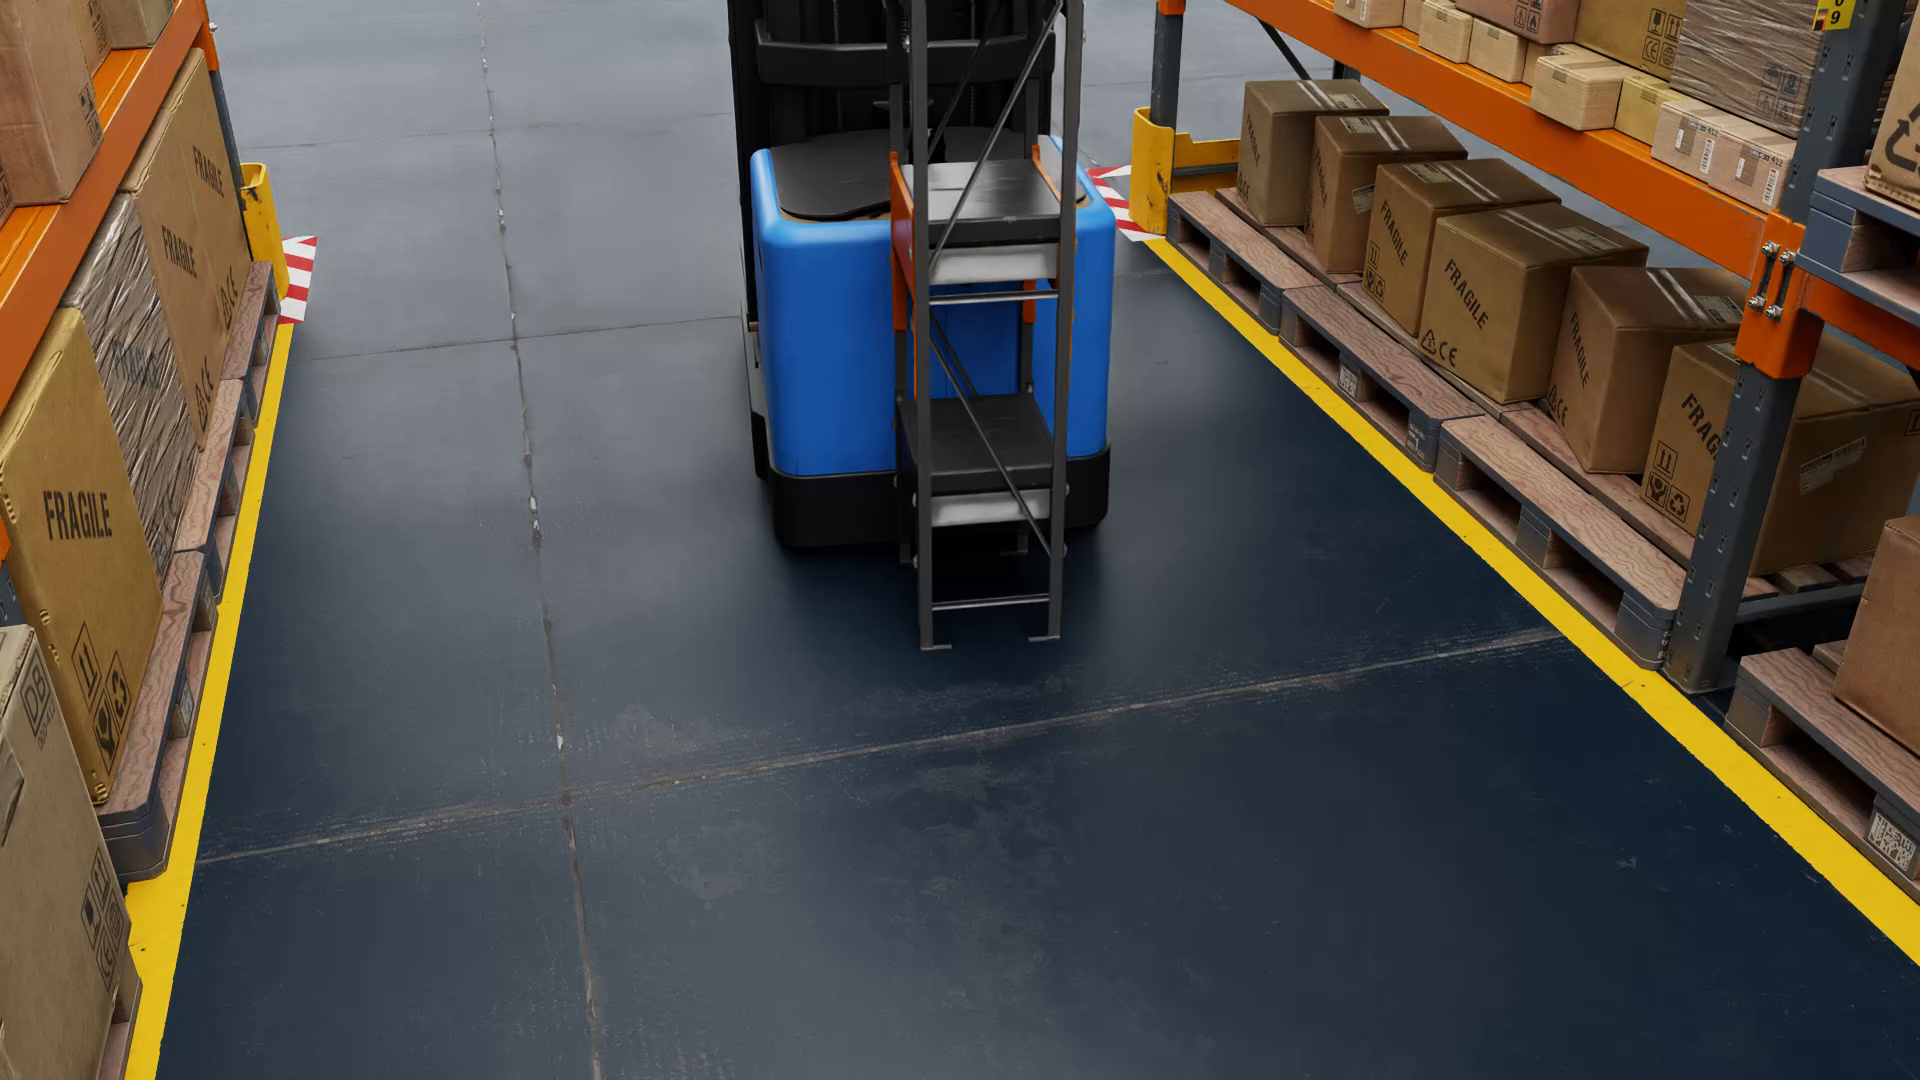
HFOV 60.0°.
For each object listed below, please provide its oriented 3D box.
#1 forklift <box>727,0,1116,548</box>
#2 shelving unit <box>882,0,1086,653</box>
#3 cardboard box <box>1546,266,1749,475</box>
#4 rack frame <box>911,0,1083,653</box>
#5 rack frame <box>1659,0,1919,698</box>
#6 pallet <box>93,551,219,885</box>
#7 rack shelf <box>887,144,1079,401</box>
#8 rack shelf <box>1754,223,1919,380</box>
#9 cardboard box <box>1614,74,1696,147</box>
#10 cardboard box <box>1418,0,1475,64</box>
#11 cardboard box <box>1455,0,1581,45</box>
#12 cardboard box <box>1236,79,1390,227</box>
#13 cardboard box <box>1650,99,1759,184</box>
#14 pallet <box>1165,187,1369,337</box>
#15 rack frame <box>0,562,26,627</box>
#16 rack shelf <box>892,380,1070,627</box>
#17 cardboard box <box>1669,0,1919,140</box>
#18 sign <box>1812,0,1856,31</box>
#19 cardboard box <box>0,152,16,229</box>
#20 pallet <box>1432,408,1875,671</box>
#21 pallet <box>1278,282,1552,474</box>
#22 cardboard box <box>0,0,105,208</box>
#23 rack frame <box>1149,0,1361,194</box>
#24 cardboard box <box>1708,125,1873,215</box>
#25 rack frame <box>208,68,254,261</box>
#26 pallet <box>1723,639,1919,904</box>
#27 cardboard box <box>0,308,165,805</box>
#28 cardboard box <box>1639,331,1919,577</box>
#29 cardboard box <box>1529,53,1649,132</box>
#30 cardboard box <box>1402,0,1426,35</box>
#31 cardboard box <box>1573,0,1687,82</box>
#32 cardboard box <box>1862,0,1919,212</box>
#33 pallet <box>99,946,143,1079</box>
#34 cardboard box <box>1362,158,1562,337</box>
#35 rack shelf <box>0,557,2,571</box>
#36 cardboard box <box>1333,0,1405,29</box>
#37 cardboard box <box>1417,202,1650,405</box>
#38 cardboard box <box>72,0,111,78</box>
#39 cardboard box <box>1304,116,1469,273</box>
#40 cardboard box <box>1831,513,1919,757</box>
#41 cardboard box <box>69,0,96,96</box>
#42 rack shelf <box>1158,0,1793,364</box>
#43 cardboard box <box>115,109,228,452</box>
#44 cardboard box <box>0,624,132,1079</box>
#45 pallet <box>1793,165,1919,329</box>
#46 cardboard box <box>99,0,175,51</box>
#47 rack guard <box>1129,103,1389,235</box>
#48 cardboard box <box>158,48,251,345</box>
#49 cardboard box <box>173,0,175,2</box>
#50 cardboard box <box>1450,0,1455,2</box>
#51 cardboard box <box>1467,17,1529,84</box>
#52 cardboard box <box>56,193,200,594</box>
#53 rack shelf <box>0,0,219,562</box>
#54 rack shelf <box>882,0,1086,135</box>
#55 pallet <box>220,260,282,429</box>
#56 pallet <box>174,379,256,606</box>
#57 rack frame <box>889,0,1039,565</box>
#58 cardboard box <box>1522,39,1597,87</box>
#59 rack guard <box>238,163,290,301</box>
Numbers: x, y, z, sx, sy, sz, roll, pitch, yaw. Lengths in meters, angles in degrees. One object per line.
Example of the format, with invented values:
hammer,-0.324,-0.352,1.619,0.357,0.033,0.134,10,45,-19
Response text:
forklift,-0.267,-1.964,5.718,1.130,2.935,3.031,-4,30,-8
shelving unit,0.049,-0.730,4.415,0.431,2.100,0.503,-4,30,-8
cardboard box,2.211,-0.540,5.264,0.500,0.500,0.500,2,30,3
rack frame,0.086,-0.609,4.206,0.400,2.100,0.015,-4,30,-8
rack frame,2.438,-0.966,3.924,1.000,3.000,0.127,-8,31,-13
pallet,-2.497,0.474,4.220,1.003,0.211,1.213,-8,31,-13
rack shelf,0.049,-0.718,4.422,0.431,0.518,0.480,-4,30,-8
rack shelf,2.969,0.312,2.435,1.077,0.370,4.000,-8,31,-13
cardboard box,2.032,-1.172,4.532,0.380,0.149,0.250,-8,31,-13
cardboard box,1.714,-1.648,5.354,0.380,0.149,0.250,-8,31,-13
cardboard box,2.050,-1.837,5.033,0.875,0.500,0.500,-8,31,-13
cardboard box,1.526,-1.694,7.258,0.500,0.500,0.500,-2,30,-4
cardboard box,2.041,-1.044,4.309,0.380,0.149,0.250,-8,31,-13
pallet,1.578,-1.257,7.211,1.003,0.211,1.213,-8,31,-13
rack frame,-2.371,-0.355,2.869,1.000,3.000,0.127,-8,31,-13
rack shelf,0.049,-0.112,4.772,0.431,0.518,0.480,-4,30,-8
cardboard box,2.379,-1.363,4.214,0.875,0.500,0.500,-8,31,-13
sign,1.917,-1.264,3.576,0.100,0.325,0.005,-8,31,-13
cardboard box,-2.648,-0.859,3.590,0.875,0.550,0.550,-8,31,-13
pallet,2.226,-0.078,5.175,1.003,0.211,1.213,-8,31,-13
pallet,1.899,-0.669,6.195,1.003,0.211,1.213,-8,31,-13
cardboard box,-2.678,-1.135,4.068,0.875,0.550,0.550,-8,31,-13
rack frame,1.377,-2.897,7.262,1.000,3.000,0.127,-8,31,-13
cardboard box,2.098,-0.922,4.099,0.380,0.149,0.250,-8,31,-13
rack frame,-3.432,-2.287,6.207,1.000,3.000,0.127,-8,31,-13
pallet,2.646,0.617,3.973,1.003,0.211,1.213,-8,31,-13
cardboard box,-2.470,0.070,3.837,0.875,0.875,0.875,-7,31,-13
cardboard box,2.371,-0.264,4.788,0.500,0.500,0.500,-9,31,-15
cardboard box,1.858,-1.278,4.715,0.380,0.149,0.250,-8,31,-13
cardboard box,1.721,-1.779,5.580,0.380,0.149,0.250,-8,31,-13
cardboard box,2.280,-1.609,4.639,0.875,0.500,0.500,-8,31,-13
cardboard box,2.514,-1.005,2.973,1.000,1.000,1.000,-8,31,-13
pallet,-2.093,1.215,2.941,1.003,0.211,1.213,-8,31,-13
cardboard box,1.866,-1.105,6.240,0.500,0.500,0.500,-5,30,-9
rack shelf,-1.840,0.922,1.380,1.077,0.370,4.000,-8,31,-13
cardboard box,1.527,-1.882,5.758,0.380,0.149,0.250,-8,31,-13
cardboard box,1.971,-0.829,5.764,0.500,0.500,0.500,-11,32,-18
cardboard box,-3.095,-1.629,4.920,0.875,0.550,0.550,-8,31,-13
cardboard box,1.718,-1.409,6.767,0.500,0.500,0.500,0,30,0
cardboard box,2.581,0.225,3.923,0.700,0.500,0.500,-10,32,-17
cardboard box,-2.915,-1.378,4.487,0.875,0.550,0.500,-8,31,-13
rack shelf,1.908,-1.620,5.773,1.077,0.370,4.000,-8,31,-13
cardboard box,-2.953,-0.806,5.349,0.875,0.875,0.875,-8,31,-14
cardboard box,-2.119,0.725,2.830,1.050,0.750,0.750,-8,31,-14
pallet,2.501,-0.494,3.301,1.003,0.211,1.213,-8,31,-13
cardboard box,-3.123,-1.916,5.416,0.875,0.550,0.550,-8,31,-13
rack guard,1.397,-1.779,7.824,1.175,0.500,0.348,-8,31,-13
cardboard box,-3.189,-1.230,6.083,0.875,0.875,0.875,-8,31,-13
cardboard box,-3.290,-2.179,5.870,0.875,0.550,0.550,-8,31,-13
cardboard box,1.957,-2.084,5.460,0.875,0.500,0.500,-8,31,-13
cardboard box,1.814,-1.532,5.153,0.380,0.149,0.250,-8,31,-13
cardboard box,-2.713,-0.365,4.588,0.875,0.875,0.875,-8,31,-13
rack shelf,-2.901,-1.009,4.718,1.077,0.370,4.000,-8,31,-13
rack shelf,0.049,-1.324,4.071,0.431,0.518,0.480,-4,30,-8
pallet,-3.145,-0.704,6.256,1.003,0.211,1.213,-8,31,-13
pallet,-2.824,-0.116,5.240,1.003,0.211,1.213,-8,31,-13
rack frame,0.012,-0.851,4.624,0.400,2.100,0.015,-4,30,-8
cardboard box,1.919,-1.417,4.954,0.380,0.149,0.250,-8,31,-13
rack guard,-3.439,-1.217,6.853,1.175,0.500,0.348,-8,31,-13
